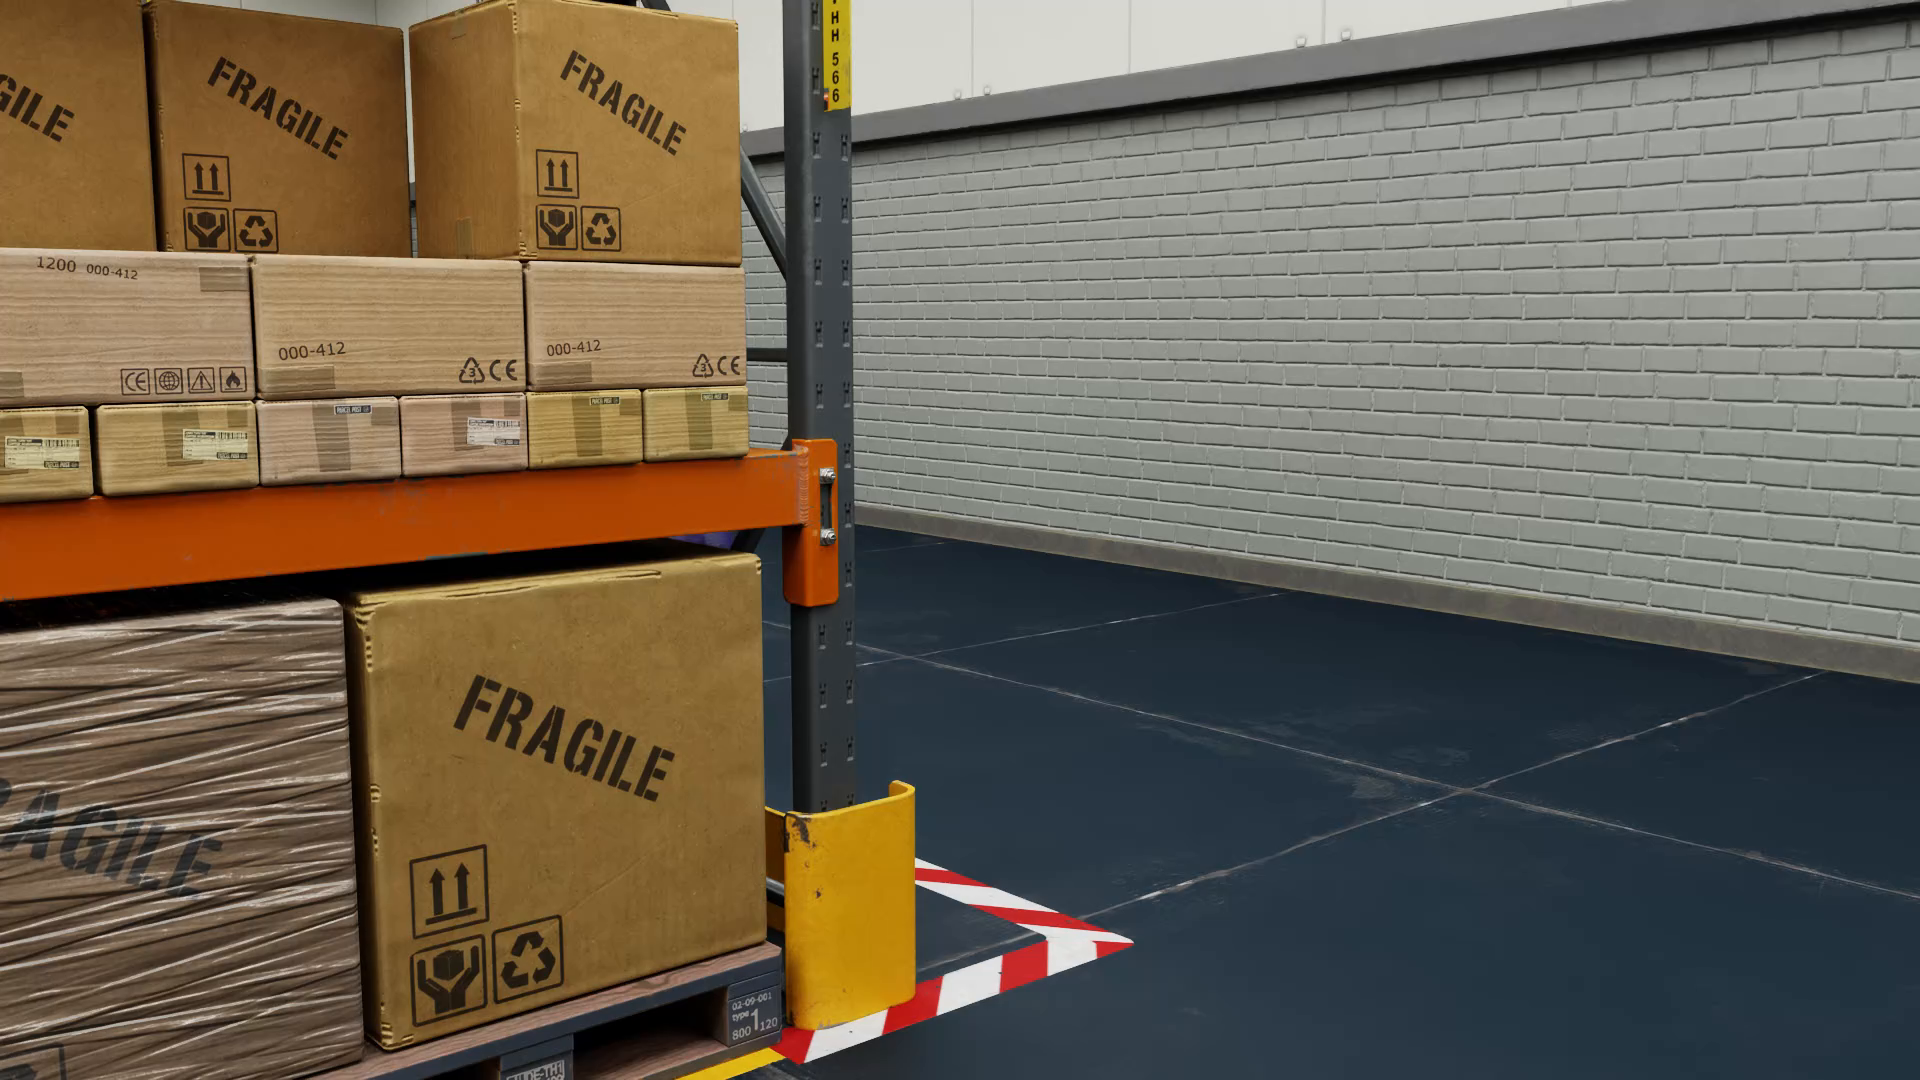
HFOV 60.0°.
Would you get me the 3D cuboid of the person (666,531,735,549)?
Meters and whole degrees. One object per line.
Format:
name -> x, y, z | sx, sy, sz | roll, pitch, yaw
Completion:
person -> -1.271, 0.268, 6.700 | 0.500, 0.895, 0.899 | -7, 10, -44
